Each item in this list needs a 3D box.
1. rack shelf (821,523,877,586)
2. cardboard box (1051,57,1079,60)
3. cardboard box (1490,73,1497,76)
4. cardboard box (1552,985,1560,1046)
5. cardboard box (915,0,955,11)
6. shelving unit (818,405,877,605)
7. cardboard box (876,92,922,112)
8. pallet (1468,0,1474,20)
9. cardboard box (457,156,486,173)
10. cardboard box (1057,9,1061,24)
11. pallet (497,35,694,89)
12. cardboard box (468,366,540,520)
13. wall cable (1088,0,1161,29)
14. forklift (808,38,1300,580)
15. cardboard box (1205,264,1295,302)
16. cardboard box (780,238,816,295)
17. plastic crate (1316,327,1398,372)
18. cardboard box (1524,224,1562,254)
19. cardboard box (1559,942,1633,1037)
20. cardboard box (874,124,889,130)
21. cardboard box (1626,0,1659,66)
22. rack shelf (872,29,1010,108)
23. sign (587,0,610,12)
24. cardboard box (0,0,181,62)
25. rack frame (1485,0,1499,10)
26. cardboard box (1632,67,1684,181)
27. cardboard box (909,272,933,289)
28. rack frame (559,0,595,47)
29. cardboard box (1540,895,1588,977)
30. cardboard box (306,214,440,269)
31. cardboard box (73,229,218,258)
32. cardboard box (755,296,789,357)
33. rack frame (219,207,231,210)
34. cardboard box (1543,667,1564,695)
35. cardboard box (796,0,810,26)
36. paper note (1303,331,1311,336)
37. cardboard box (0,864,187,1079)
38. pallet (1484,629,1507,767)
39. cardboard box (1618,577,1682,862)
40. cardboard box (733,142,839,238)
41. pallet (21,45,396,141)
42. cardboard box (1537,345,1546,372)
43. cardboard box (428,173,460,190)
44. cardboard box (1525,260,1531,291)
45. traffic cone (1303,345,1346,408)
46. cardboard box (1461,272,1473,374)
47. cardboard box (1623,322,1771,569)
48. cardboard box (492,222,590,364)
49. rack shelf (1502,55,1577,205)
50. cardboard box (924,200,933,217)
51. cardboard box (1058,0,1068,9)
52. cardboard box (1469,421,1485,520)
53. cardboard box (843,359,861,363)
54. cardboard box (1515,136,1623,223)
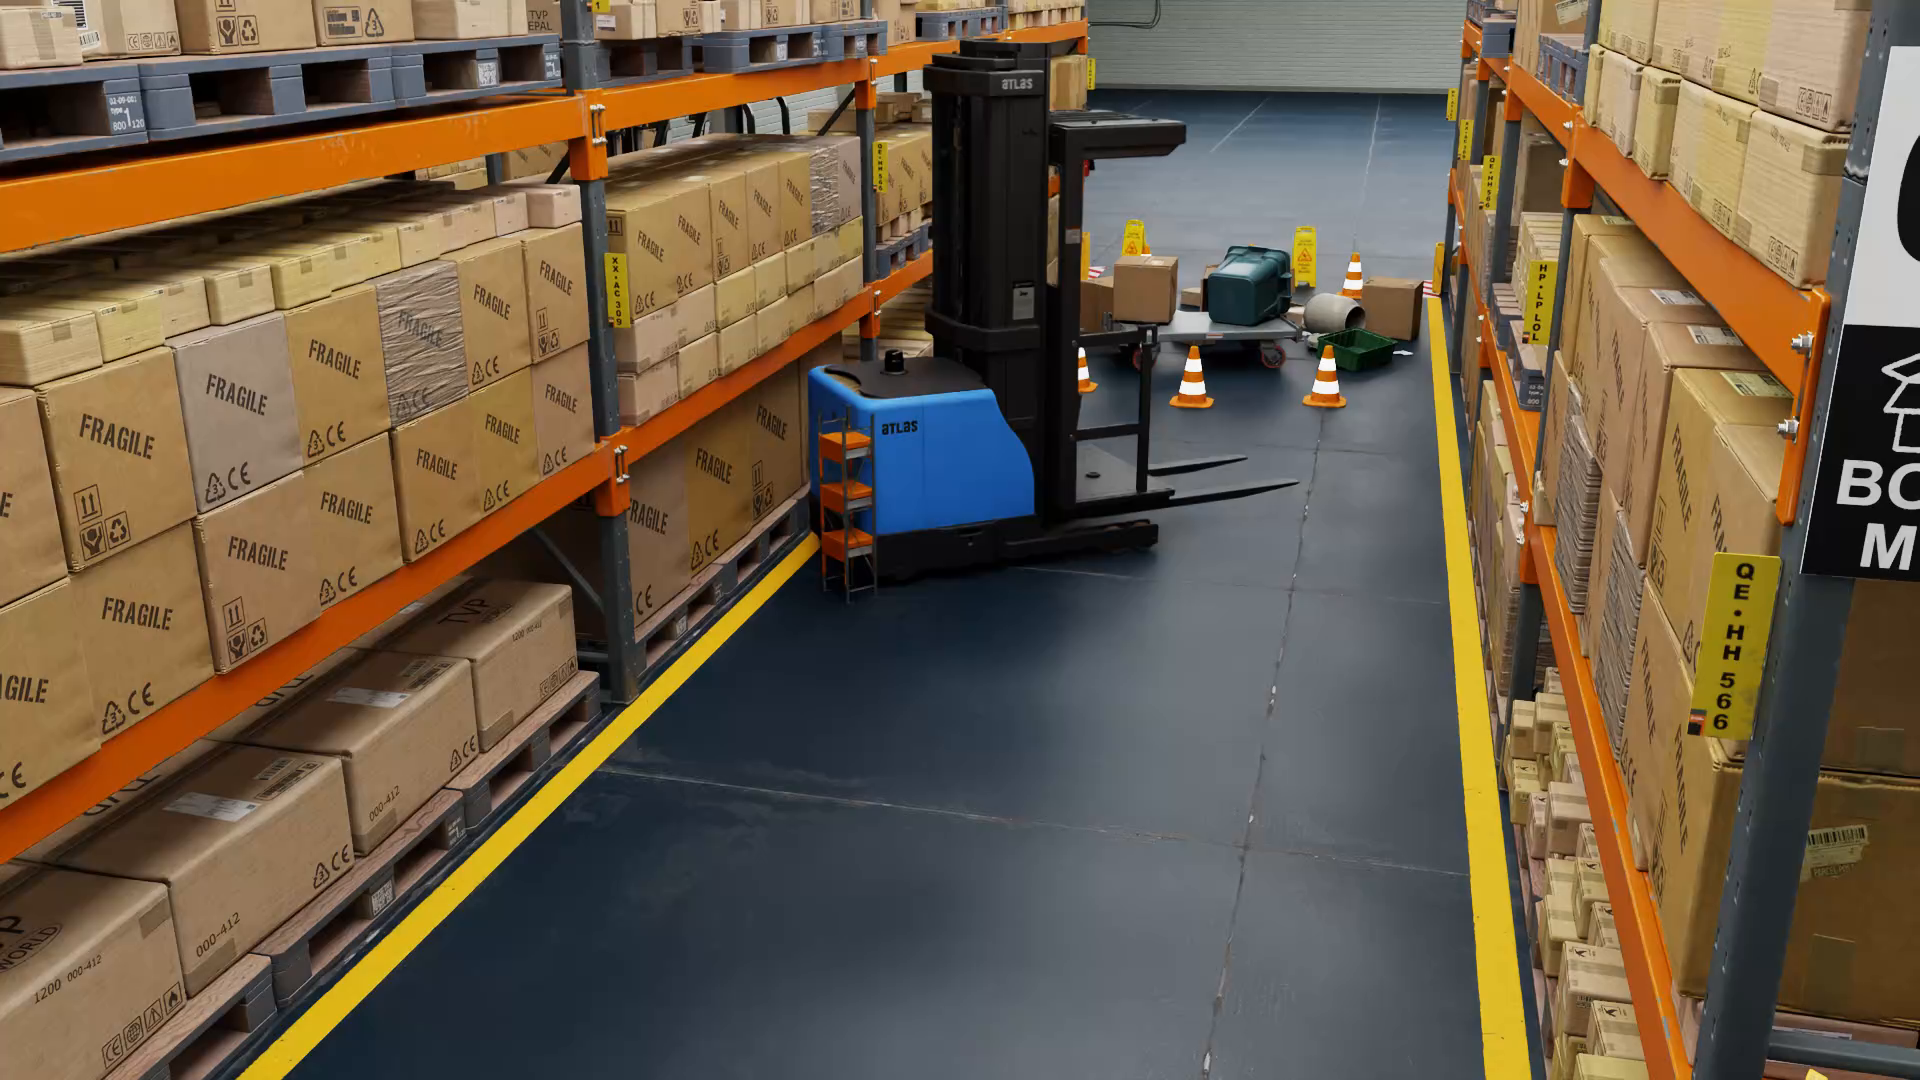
[{"bbox_3d":[-0.615,0.080,9.222,0.215,0.259,0.240,-13,23,-34],"label":"rack shelf"},{"bbox_3d":[0.849,-4.774,17.362,0.700,0.500,0.500,5,19,14],"label":"cardboard box"},{"bbox_3d":[5.273,-4.037,15.463,0.875,0.550,0.500,5,19,13],"label":"cardboard box"},{"bbox_3d":[1.983,1.483,4.967,0.380,0.149,0.250,5,19,14],"label":"cardboard box"},{"bbox_3d":[-0.340,-4.229,12.871,0.500,0.250,0.500,5,19,14],"label":"cardboard box"},{"bbox_3d":[-0.615,-0.193,9.129,0.215,1.050,0.252,-13,23,-34],"label":"shelving unit"},{"bbox_3d":[-0.542,-3.769,14.313,0.380,0.149,0.250,5,19,13],"label":"cardboard box"},{"bbox_3d":[5.547,-5.233,16.365,1.003,0.211,1.213,5,19,13],"label":"pallet"},{"bbox_3d":[-4.770,-3.577,15.478,0.500,0.250,0.500,4,19,12],"label":"cardboard box"},{"bbox_3d":[0.809,-5.298,16.805,0.380,0.149,0.250,5,19,13],"label":"cardboard box"},{"bbox_3d":[-1.862,-2.307,7.957,0.805,0.209,1.217,4,19,11],"label":"pallet"},{"bbox_3d":[-2.024,-0.407,6.584,0.500,0.500,0.500,4,19,12],"label":"cardboard box"},{"bbox_3d":[4.367,-16.284,48.743,3.097,2.526,0.112,5,19,13],"label":"wall cable"},{"bbox_3d":[0.646,-1.452,9.905,3.031,2.935,1.130,-8,20,-22],"label":"forklift"},{"bbox_3d":[2.919,-2.516,16.777,0.797,0.503,0.637,-9,21,-24],"label":"cardboard box"},{"bbox_3d":[-1.160,-1.611,9.723,0.500,0.250,0.500,4,19,12],"label":"cardboard box"},{"bbox_3d":[3.513,-1.690,14.756,0.450,0.188,0.662,29,33,36],"label":"plastic crate"},{"bbox_3d":[3.335,-1.652,9.203,0.380,0.149,0.250,5,19,13],"label":"cardboard box"},{"bbox_3d":[1.886,1.279,4.644,0.380,0.149,0.250,5,20,15],"label":"cardboard box"},{"bbox_3d":[-0.848,-2.984,13.019,0.500,0.500,0.500,4,19,11],"label":"cardboard box"},{"bbox_3d":[2.173,-1.469,4.665,0.500,0.250,0.500,5,19,14],"label":"cardboard box"},{"bbox_3d":[-0.573,-3.647,12.696,1.077,0.370,4.000,5,19,13],"label":"rack shelf"},{"bbox_3d":[-1.500,-2.345,6.850,0.100,0.325,0.005,5,19,13],"label":"sign"},{"bbox_3d":[-2.602,-1.522,4.696,0.500,0.311,0.500,5,19,14],"label":"cardboard box"},{"bbox_3d":[4.741,-5.674,12.878,1.000,3.000,0.127,5,19,13],"label":"rack frame"},{"bbox_3d":[2.026,-1.069,4.269,0.500,0.250,0.500,6,20,16],"label":"cardboard box"},{"bbox_3d":[-0.200,-2.654,15.760,0.500,0.500,0.500,4,19,13],"label":"cardboard box"},{"bbox_3d":[-2.039,-3.526,6.589,1.000,3.000,0.127,5,19,13],"label":"rack frame"},{"bbox_3d":[2.021,1.254,5.177,0.380,0.149,0.250,5,19,14],"label":"cardboard box"},{"bbox_3d":[-2.116,-1.079,6.002,0.380,0.149,0.250,5,19,13],"label":"cardboard box"},{"bbox_3d":[-2.758,-0.960,5.653,0.380,0.149,0.250,5,19,14],"label":"cardboard box"},{"bbox_3d":[-1.278,-1.211,9.324,0.500,0.250,0.500,4,19,12],"label":"cardboard box"},{"bbox_3d":[-5.875,-2.332,12.373,1.000,3.000,0.127,5,19,13],"label":"rack frame"},{"bbox_3d":[2.501,0.633,6.535,0.380,0.149,0.250,5,20,16],"label":"cardboard box"},{"bbox_3d":[-1.058,-3.036,9.353,0.396,0.266,0.258,4,19,12],"label":"cardboard box"},{"bbox_3d":[3.298,-1.997,15.998,0.172,0.023,0.155,12,22,32],"label":"paper note"},{"bbox_3d":[-2.952,1.366,4.863,0.875,0.438,0.875,4,19,12],"label":"cardboard box"},{"bbox_3d":[2.975,0.748,7.672,1.003,0.211,1.213,5,19,13],"label":"pallet"},{"bbox_3d":[1.800,0.416,3.715,0.500,0.500,0.500,4,19,12],"label":"cardboard box"},{"bbox_3d":[-1.051,-2.117,10.044,0.500,0.500,0.500,5,19,14],"label":"cardboard box"},{"bbox_3d":[-2.549,-1.428,5.224,1.003,0.211,1.213,5,19,13],"label":"pallet"},{"bbox_3d":[2.941,-0.873,7.843,0.380,0.149,0.250,4,19,11],"label":"cardboard box"},{"bbox_3d":[-4.885,-3.178,15.083,0.500,0.250,0.500,5,19,13],"label":"cardboard box"},{"bbox_3d":[3.263,-1.418,8.978,0.380,0.149,0.250,5,19,14],"label":"cardboard box"},{"bbox_3d":[2.949,-1.334,13.376,0.336,0.463,0.334,5,19,13],"label":"traffic cone"},{"bbox_3d":[4.676,-1.768,13.553,1.050,0.750,0.750,5,19,13],"label":"cardboard box"},{"bbox_3d":[1.922,-0.221,4.032,0.500,0.500,0.500,6,20,16],"label":"cardboard box"},{"bbox_3d":[-1.886,-1.038,6.884,0.500,0.500,0.500,4,19,13],"label":"cardboard box"},{"bbox_3d":[3.275,-2.034,7.974,1.077,0.370,4.000,5,19,13],"label":"rack shelf"},{"bbox_3d":[-0.360,-2.611,12.929,0.380,0.149,0.250,5,20,15],"label":"cardboard box"},{"bbox_3d":[0.783,-5.435,16.591,0.500,0.250,0.500,5,20,15],"label":"cardboard box"},{"bbox_3d":[3.343,-0.396,9.923,0.500,0.500,0.500,4,19,11],"label":"cardboard box"},{"bbox_3d":[-0.914,-1.072,12.102,0.950,0.372,0.625,3,19,10],"label":"cardboard box"},{"bbox_3d":[3.883,-2.242,10.409,0.700,0.500,0.500,5,19,13],"label":"cardboard box"}]
